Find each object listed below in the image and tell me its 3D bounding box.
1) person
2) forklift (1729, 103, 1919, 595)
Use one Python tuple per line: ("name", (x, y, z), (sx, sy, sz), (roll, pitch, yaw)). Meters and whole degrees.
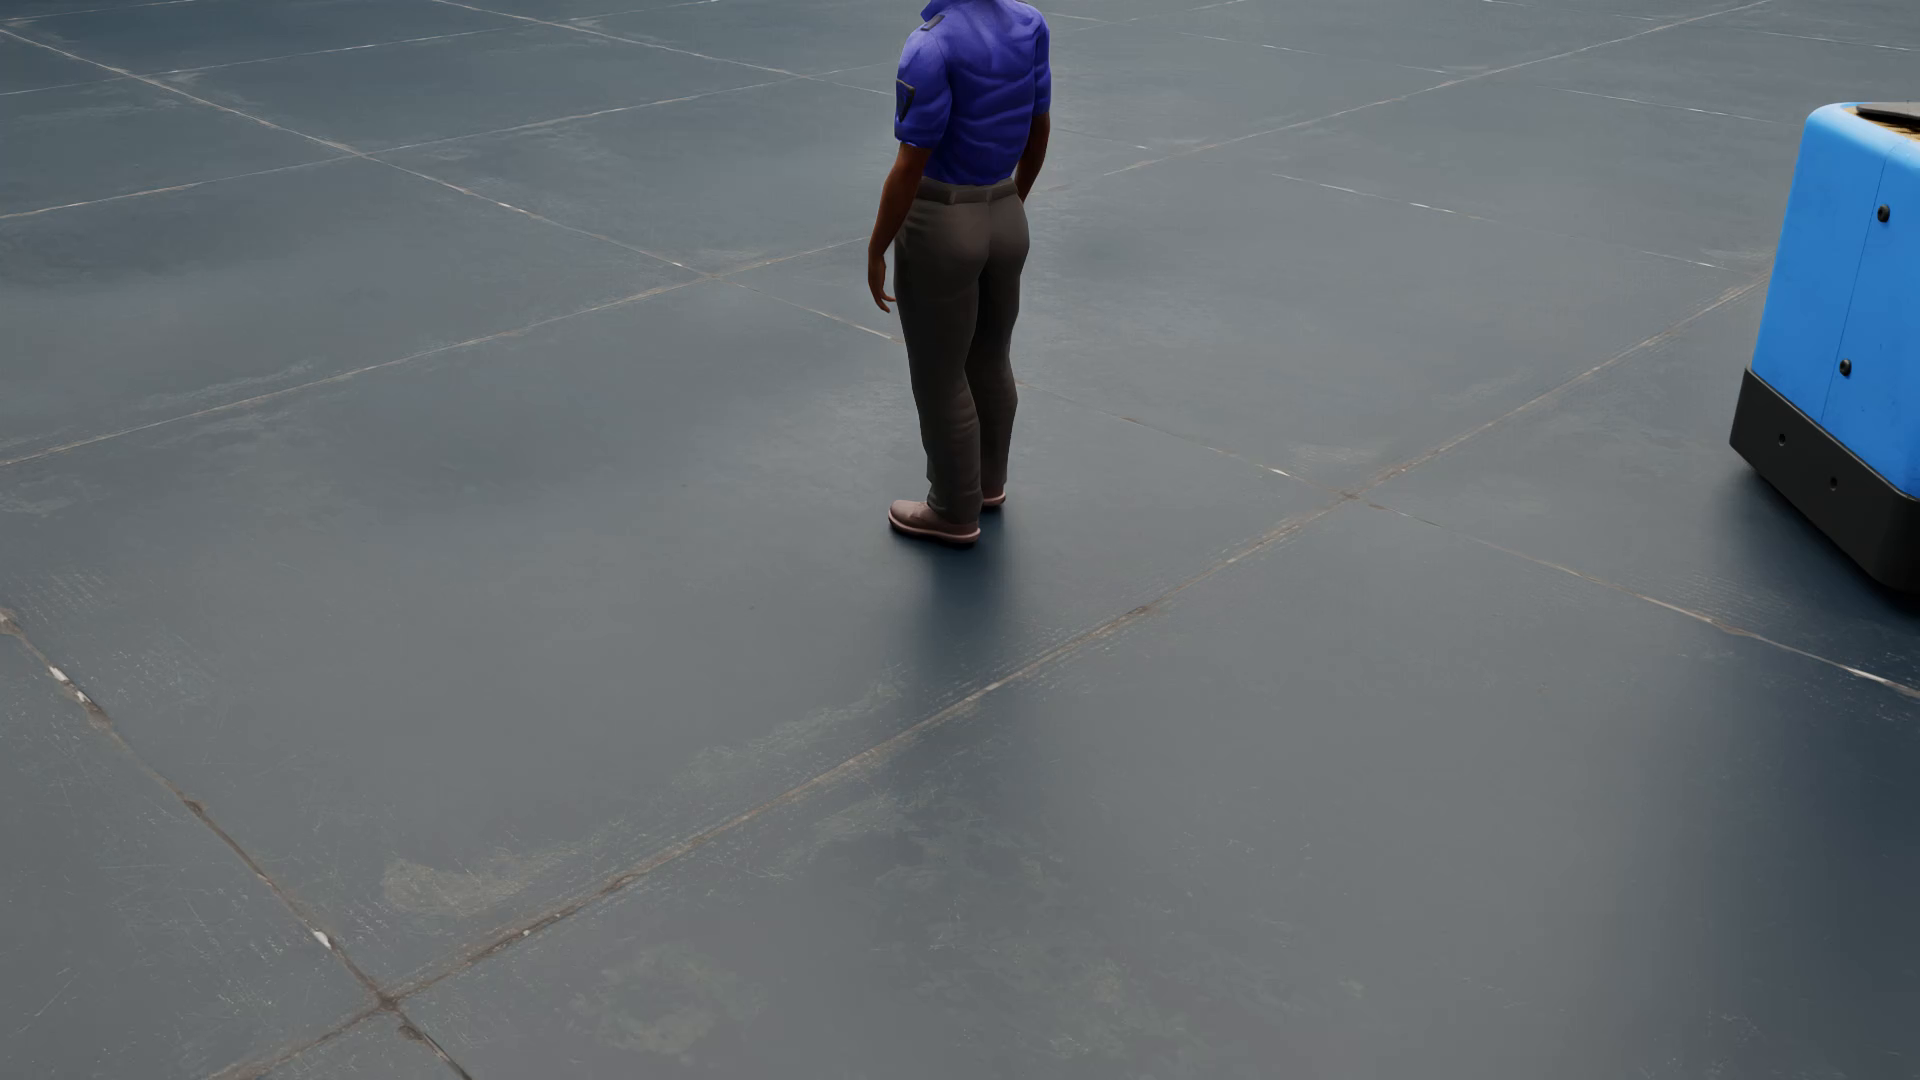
("person", (-0.048, -0.782, 4.243), (0.570, 1.654, 0.504), (-24, 35, -39))
("forklift", (3.809, -1.344, 3.954), (3.031, 2.935, 1.130), (0, 26, 0))
